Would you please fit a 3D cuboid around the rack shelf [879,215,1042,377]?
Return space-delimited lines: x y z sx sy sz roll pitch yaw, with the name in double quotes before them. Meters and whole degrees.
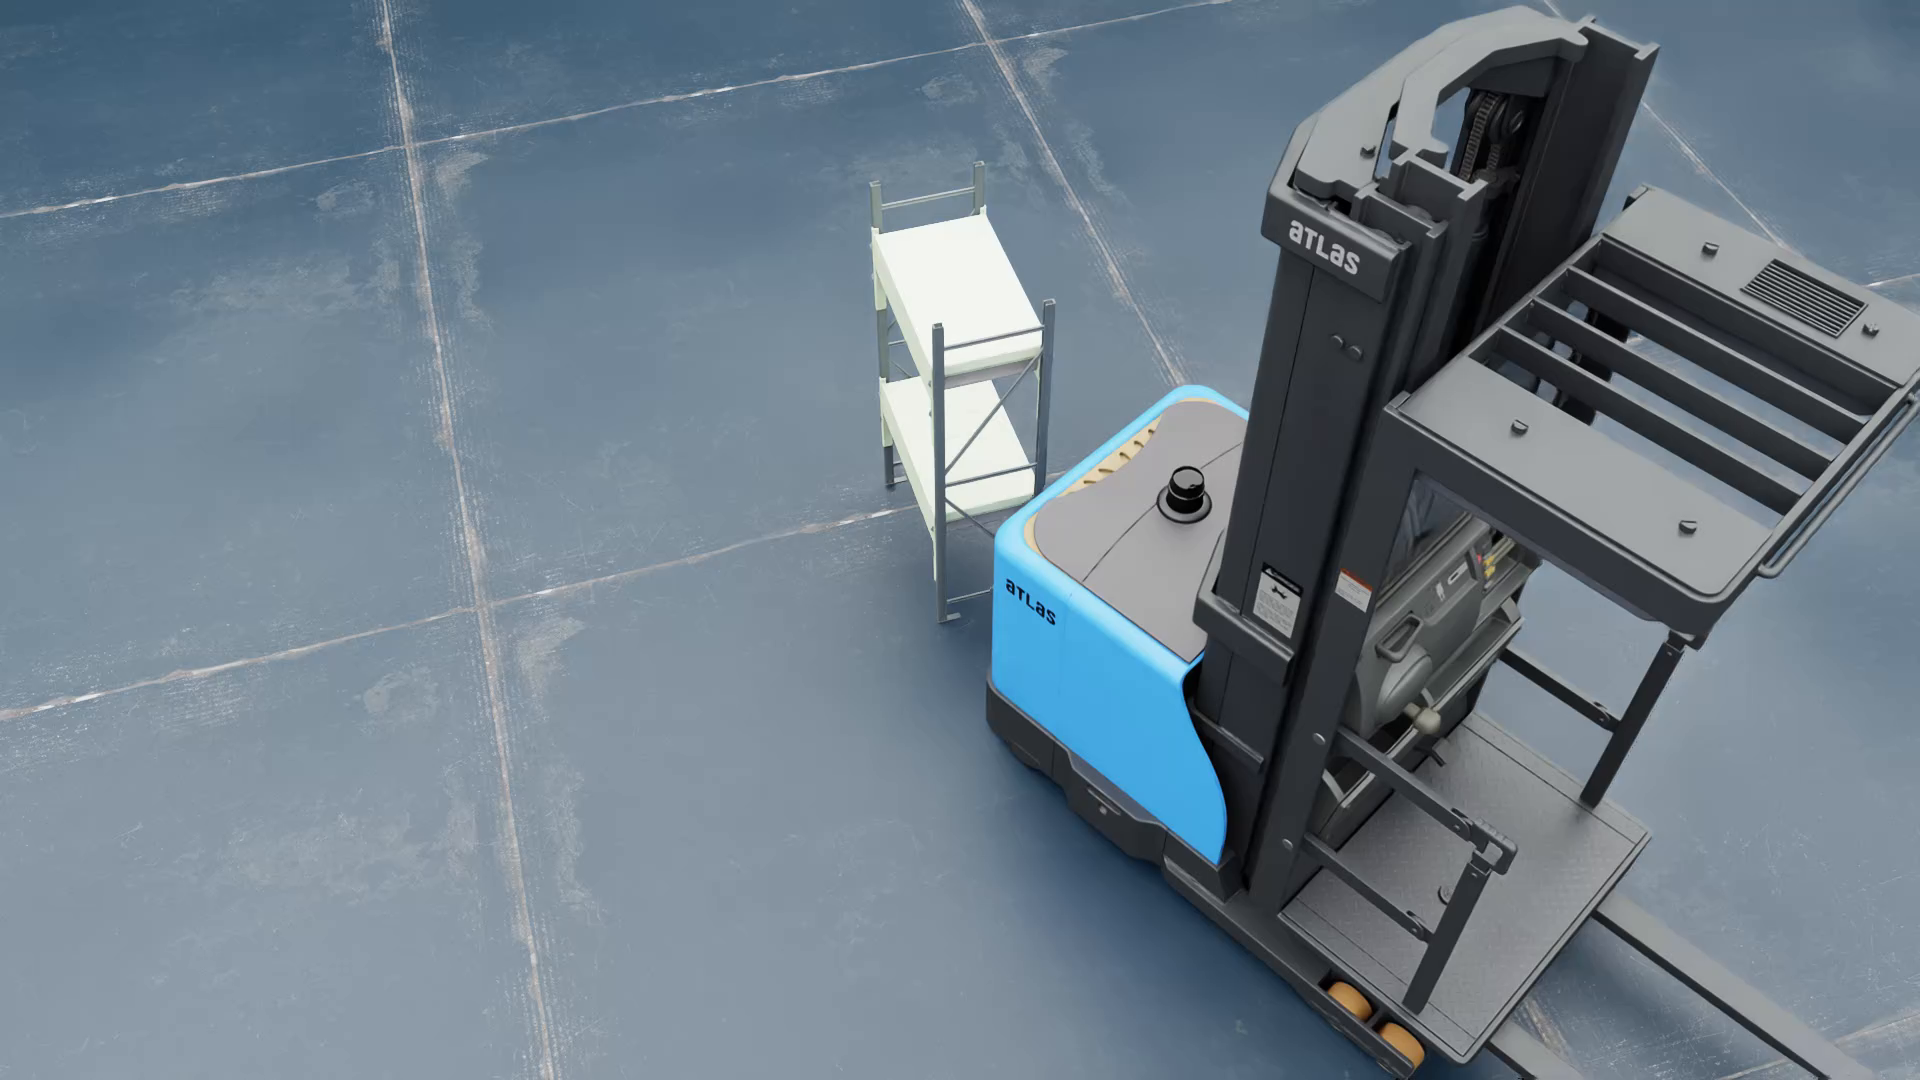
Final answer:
"rack shelf" -0.002 -0.826 5.570 0.368 0.052 0.686 -13 51 -11

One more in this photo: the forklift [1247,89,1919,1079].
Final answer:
"forklift" 1.799 0.549 4.290 2.170 2.733 1.118 37 59 27

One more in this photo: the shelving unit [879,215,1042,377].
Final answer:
"shelving unit" -0.002 -0.826 5.570 0.368 0.052 0.686 -13 51 -11
